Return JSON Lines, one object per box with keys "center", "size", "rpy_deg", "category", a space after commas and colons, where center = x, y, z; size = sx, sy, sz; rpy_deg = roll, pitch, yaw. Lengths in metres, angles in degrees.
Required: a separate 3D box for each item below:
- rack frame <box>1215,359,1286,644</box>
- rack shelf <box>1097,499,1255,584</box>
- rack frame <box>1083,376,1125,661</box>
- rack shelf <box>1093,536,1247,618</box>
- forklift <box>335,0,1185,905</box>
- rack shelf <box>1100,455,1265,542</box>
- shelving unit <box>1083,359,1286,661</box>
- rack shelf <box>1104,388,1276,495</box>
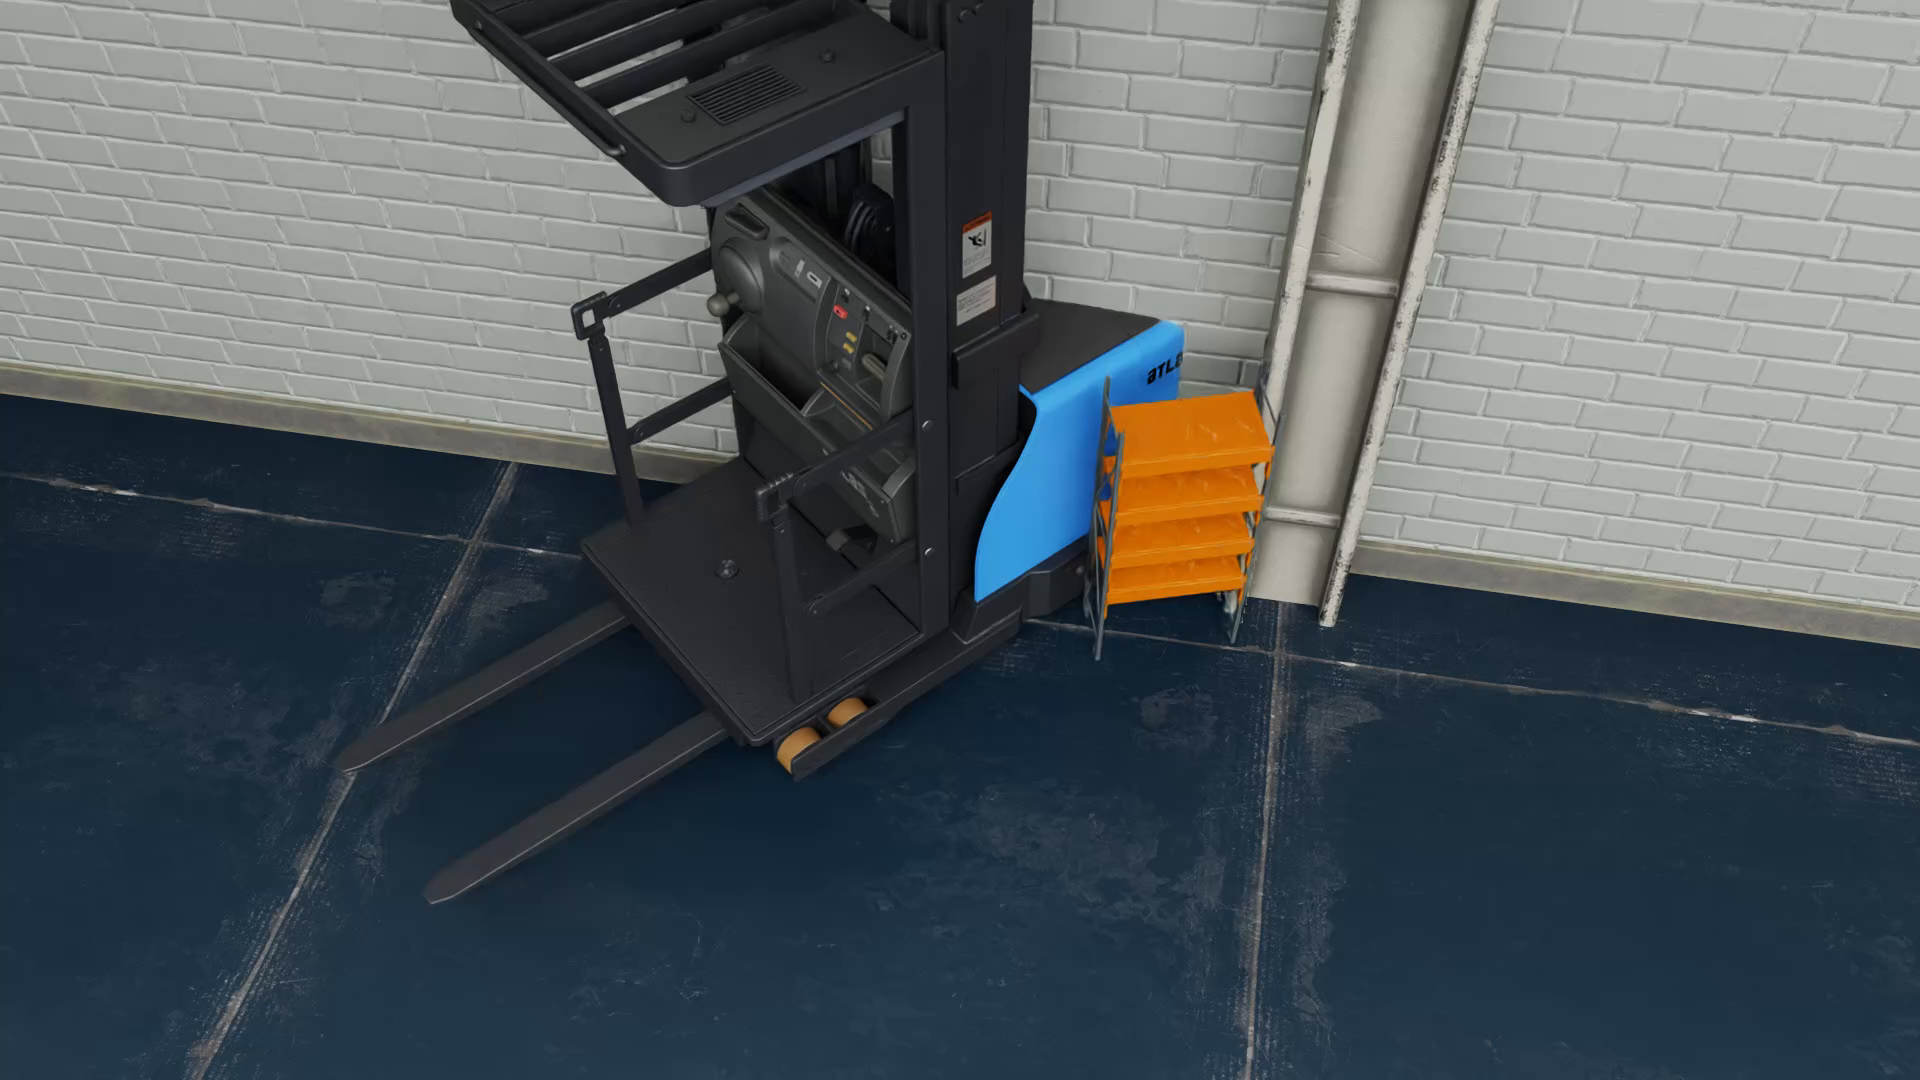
{"center": [0.949, -0.094, 5.503], "size": [0.015, 1.200, 0.240], "rpy_deg": [-7, 52, -5], "category": "rack frame"}
{"center": [0.708, -0.024, 5.535], "size": [0.480, 0.148, 0.258], "rpy_deg": [-7, 52, -5], "category": "rack shelf"}
{"center": [0.466, -0.038, 5.461], "size": [0.015, 1.200, 0.240], "rpy_deg": [-7, 52, -5], "category": "rack frame"}
{"center": [0.709, 0.098, 5.692], "size": [0.480, 0.148, 0.258], "rpy_deg": [-7, 52, -5], "category": "rack shelf"}
{"center": [-0.617, -0.642, 4.857], "size": [3.031, 2.935, 1.130], "rpy_deg": [-31, 55, -25], "category": "forklift"}
{"center": [0.707, -0.162, 5.359], "size": [0.480, 0.148, 0.258], "rpy_deg": [-7, 52, -5], "category": "rack shelf"}
{"center": [0.708, -0.066, 5.482], "size": [0.503, 1.200, 0.258], "rpy_deg": [-7, 52, -5], "category": "shelving unit"}
{"center": [0.707, -0.307, 5.172], "size": [0.480, 0.148, 0.258], "rpy_deg": [-7, 52, -5], "category": "rack shelf"}
